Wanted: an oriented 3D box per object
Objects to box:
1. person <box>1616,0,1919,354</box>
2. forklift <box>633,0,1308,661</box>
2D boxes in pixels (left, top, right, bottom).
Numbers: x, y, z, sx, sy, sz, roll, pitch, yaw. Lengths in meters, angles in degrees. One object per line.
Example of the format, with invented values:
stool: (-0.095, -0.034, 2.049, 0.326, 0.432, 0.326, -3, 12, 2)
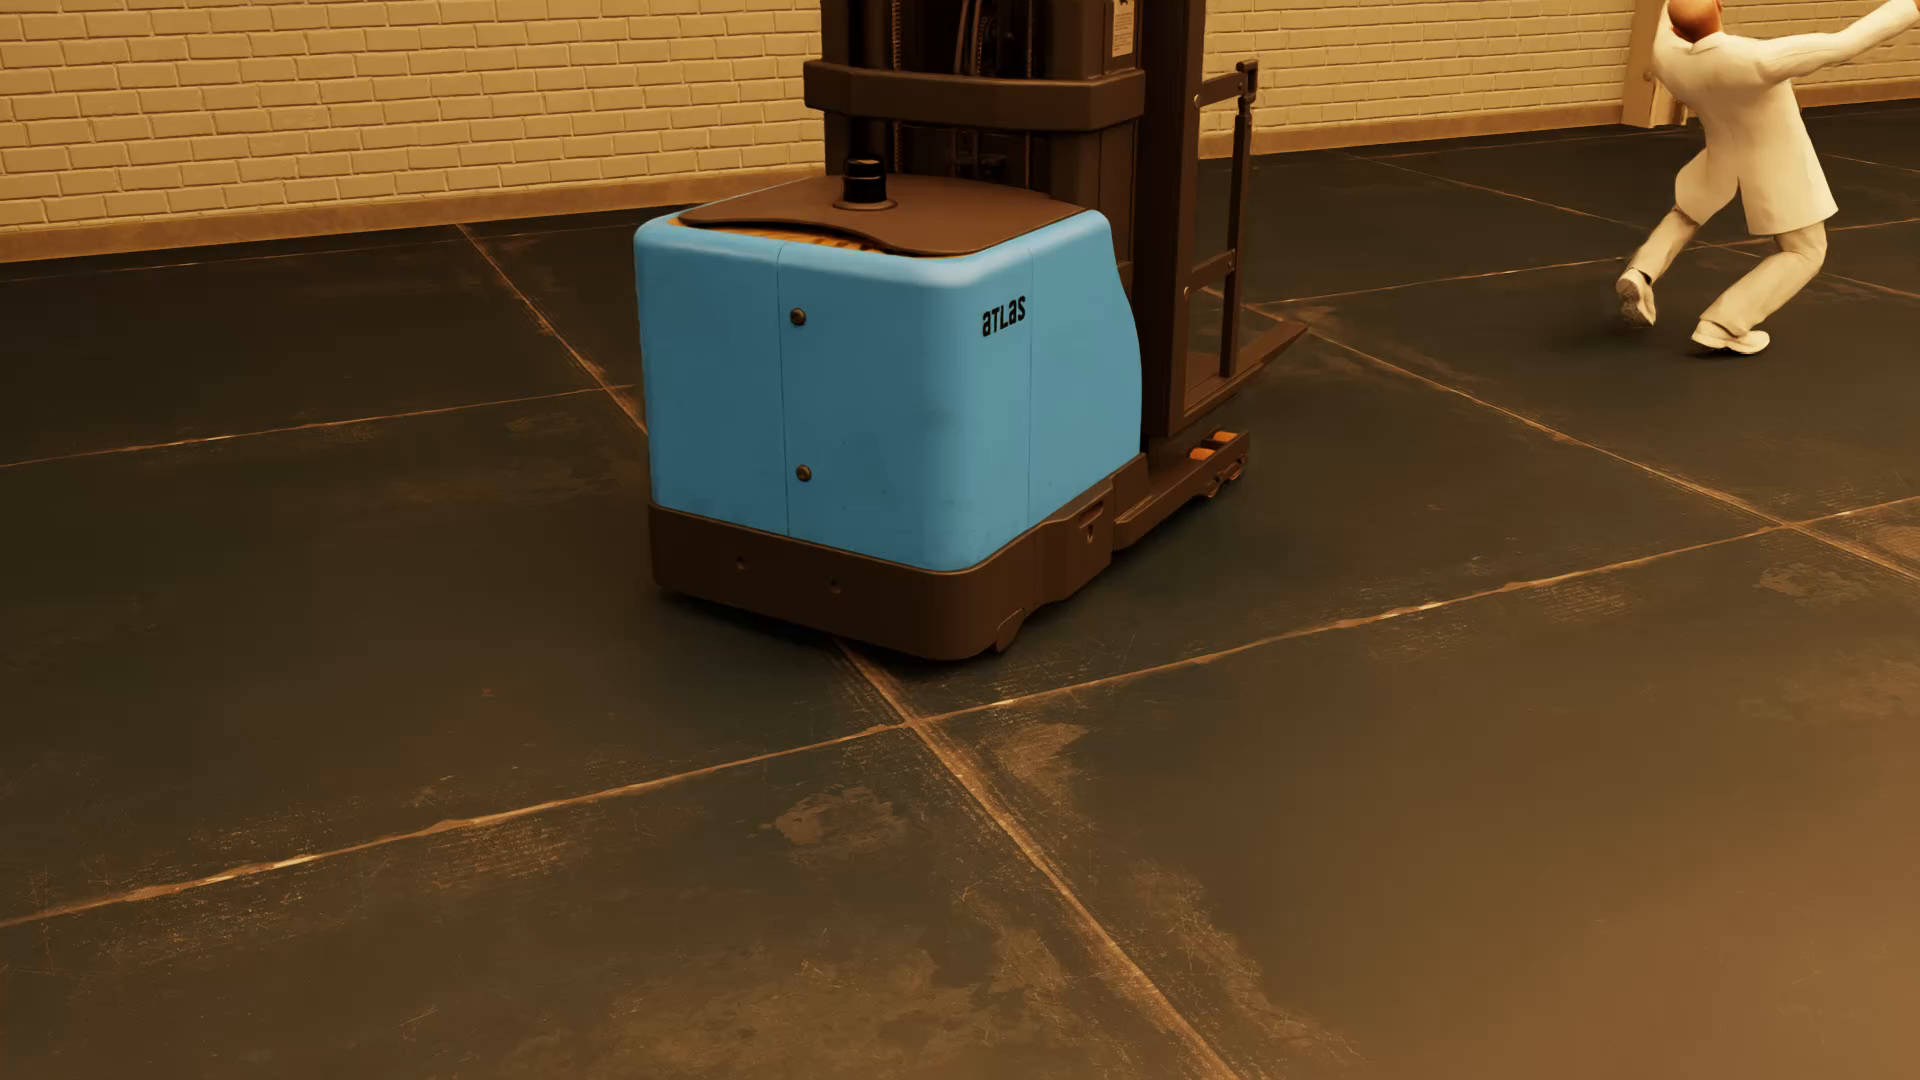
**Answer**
person: (3.230, -1.588, 6.710, 0.724, 1.696, 1.085, -16, 27, -33)
forklift: (0.320, -1.570, 5.065, 1.130, 2.935, 3.031, 13, 26, 28)
